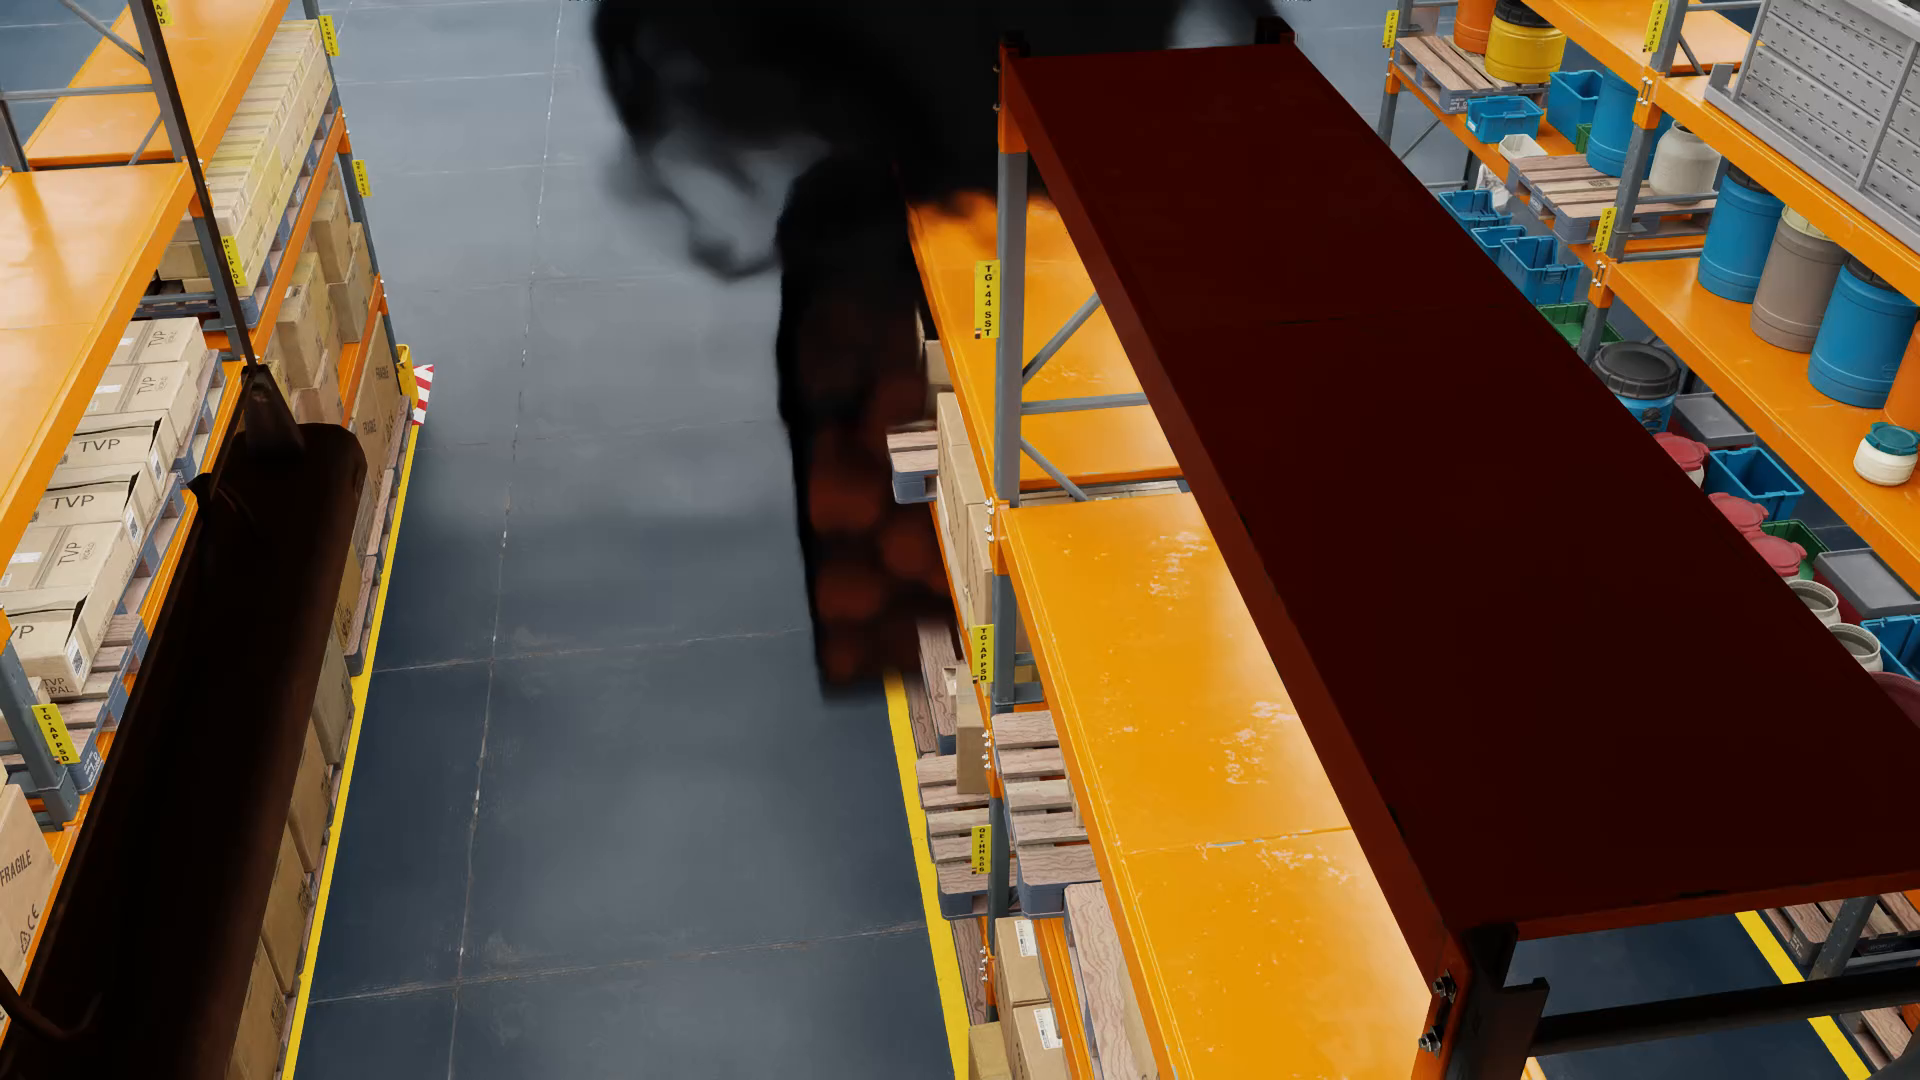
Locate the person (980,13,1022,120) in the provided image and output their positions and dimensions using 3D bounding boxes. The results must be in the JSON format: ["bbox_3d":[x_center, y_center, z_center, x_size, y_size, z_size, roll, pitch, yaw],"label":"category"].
[{"bbox_3d":[0.505,-5.257,19.220,0.497,1.665,0.574,14,39,18],"label":"person"}]

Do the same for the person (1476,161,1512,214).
[{"bbox_3d":[5.253,-3.349,16.598,0.671,1.666,0.821,-17,40,-22],"label":"person"}]
